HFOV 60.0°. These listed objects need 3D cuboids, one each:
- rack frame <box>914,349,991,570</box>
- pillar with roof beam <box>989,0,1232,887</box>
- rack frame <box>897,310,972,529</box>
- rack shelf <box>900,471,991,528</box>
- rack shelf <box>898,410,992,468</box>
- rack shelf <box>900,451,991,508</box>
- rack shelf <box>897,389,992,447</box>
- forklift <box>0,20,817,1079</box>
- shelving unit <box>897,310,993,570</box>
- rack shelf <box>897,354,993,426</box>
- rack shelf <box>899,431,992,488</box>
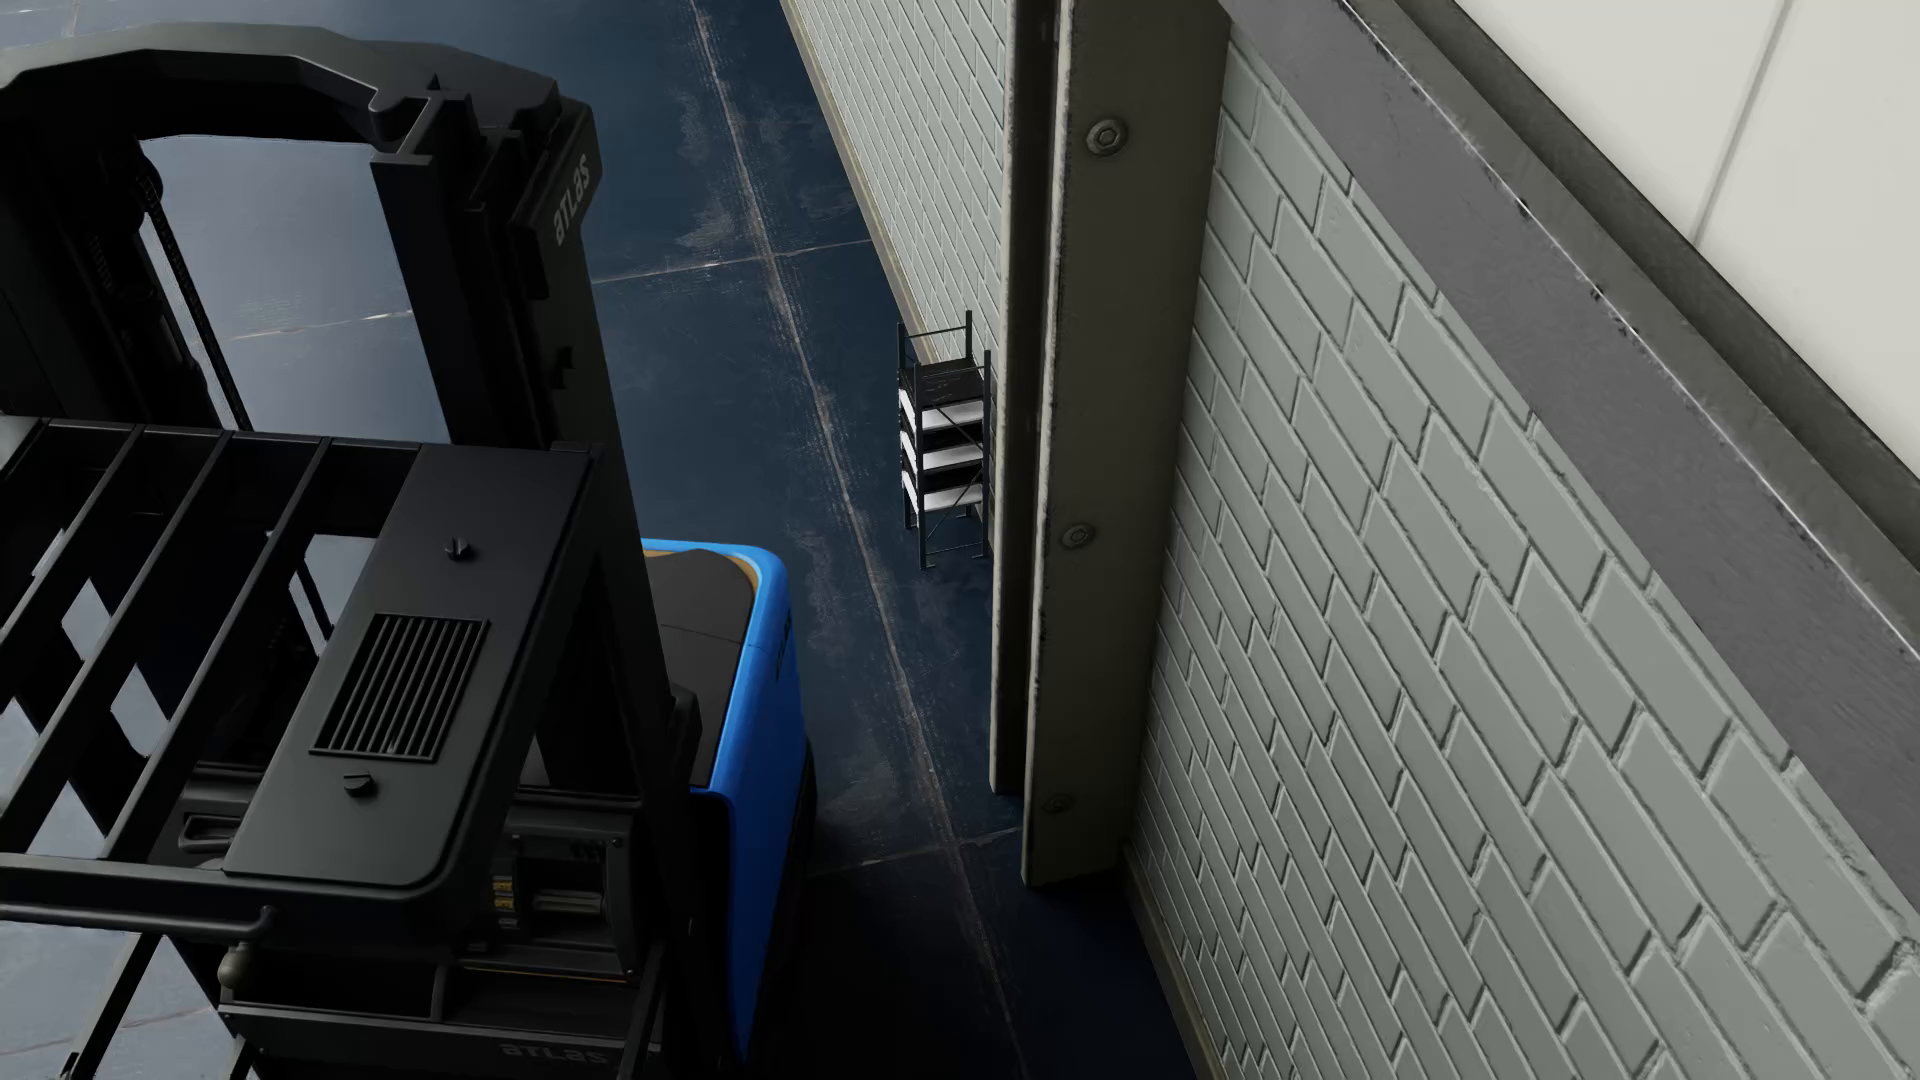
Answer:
[{"bbox_3d":[-0.021,-0.240,5.355,0.240,0.900,0.006,-12,47,-11],"label":"rack frame"},{"bbox_3d":[-3.875,-1.530,0.949,9.100,9.000,0.400,-11,47,-10],"label":"pillar with roof beam"},{"bbox_3d":[-0.077,-0.380,5.492,0.240,0.900,0.006,-12,47,-11],"label":"rack frame"},{"bbox_3d":[-0.049,-0.160,5.576,0.258,0.077,0.200,-12,47,-11],"label":"rack shelf"},{"bbox_3d":[-0.049,-0.349,5.383,0.258,0.077,0.200,-12,47,-11],"label":"rack shelf"},{"bbox_3d":[-0.049,-0.223,5.511,0.258,0.077,0.200,-12,47,-11],"label":"rack shelf"},{"bbox_3d":[-0.050,-0.412,5.318,0.258,0.077,0.200,-12,47,-11],"label":"rack shelf"},{"bbox_3d":[-1.079,0.760,2.953,1.130,2.935,3.031,4,46,4],"label":"forklift"},{"bbox_3d":[-0.049,-0.310,5.423,0.258,0.900,0.210,-12,47,-11],"label":"shelving unit"},{"bbox_3d":[-0.050,-0.475,5.254,0.258,0.077,0.200,-12,47,-11],"label":"rack shelf"},{"bbox_3d":[-0.049,-0.286,5.447,0.258,0.077,0.200,-12,47,-11],"label":"rack shelf"}]
